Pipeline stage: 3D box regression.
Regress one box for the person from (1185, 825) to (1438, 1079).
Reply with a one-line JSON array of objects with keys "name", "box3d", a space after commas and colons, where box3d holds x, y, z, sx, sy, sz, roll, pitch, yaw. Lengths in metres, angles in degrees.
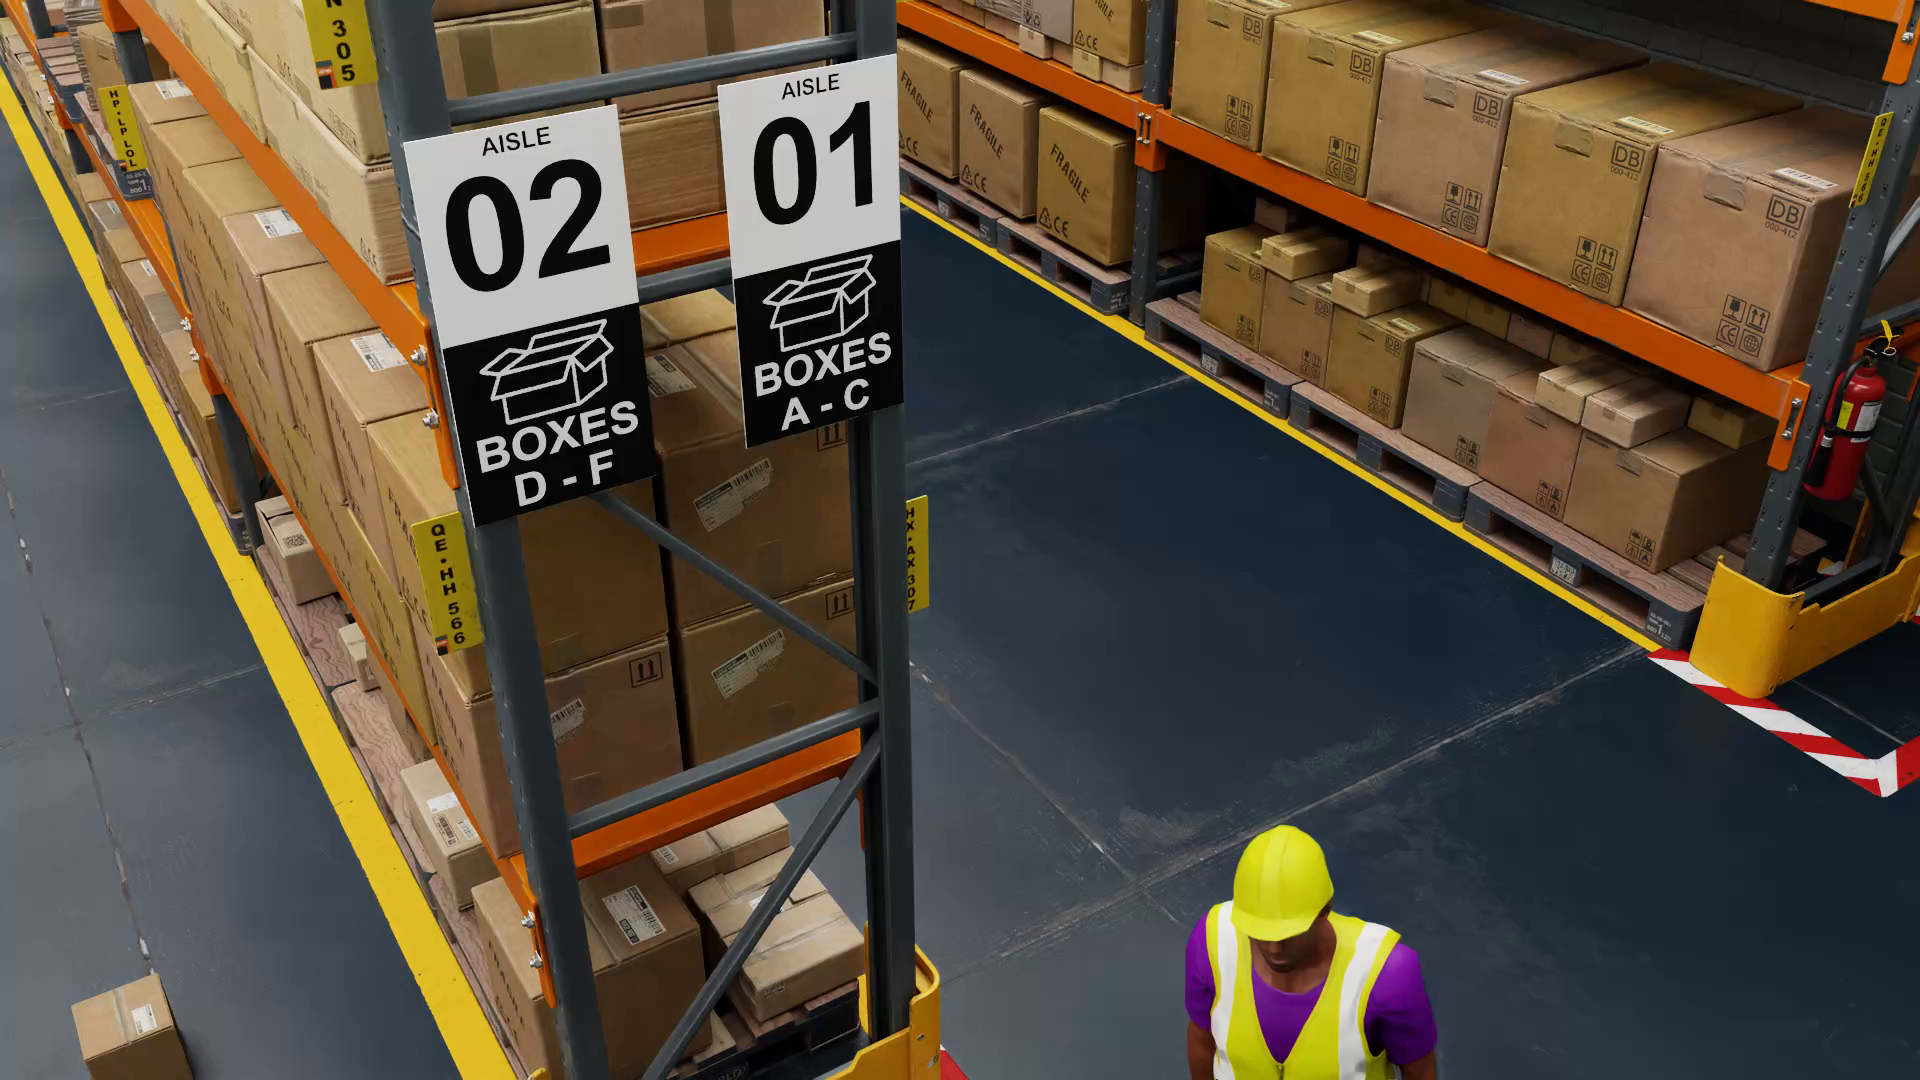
[{"name": "person", "box3d": [0.827, 1.347, 3.991, 0.622, 1.738, 0.686, 14, 35, 21]}]
